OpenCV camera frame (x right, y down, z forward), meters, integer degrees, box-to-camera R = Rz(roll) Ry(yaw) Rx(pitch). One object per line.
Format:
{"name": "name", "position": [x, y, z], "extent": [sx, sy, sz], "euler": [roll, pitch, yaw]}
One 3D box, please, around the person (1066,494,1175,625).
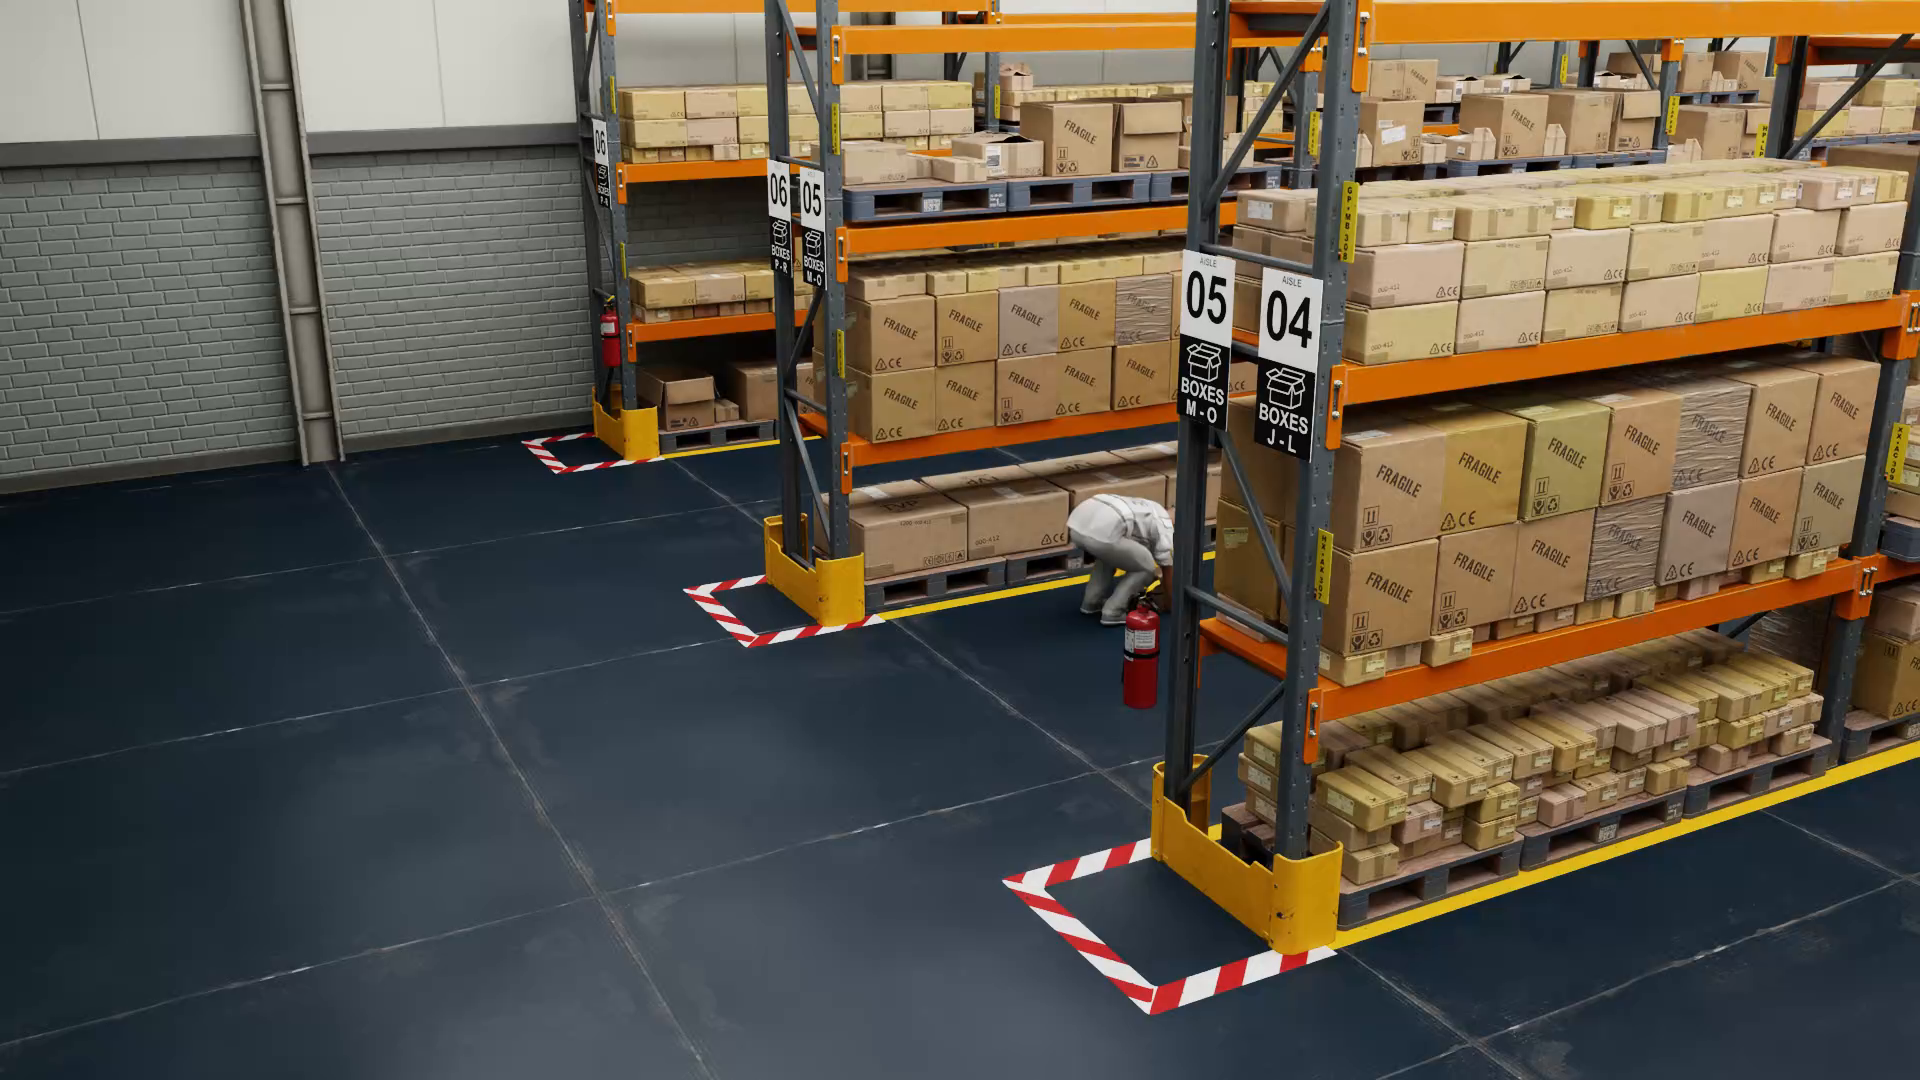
{"name": "person", "position": [1.248, 0.095, 12.081], "extent": [1.024, 0.929, 0.544], "euler": [-11, 21, -29]}
